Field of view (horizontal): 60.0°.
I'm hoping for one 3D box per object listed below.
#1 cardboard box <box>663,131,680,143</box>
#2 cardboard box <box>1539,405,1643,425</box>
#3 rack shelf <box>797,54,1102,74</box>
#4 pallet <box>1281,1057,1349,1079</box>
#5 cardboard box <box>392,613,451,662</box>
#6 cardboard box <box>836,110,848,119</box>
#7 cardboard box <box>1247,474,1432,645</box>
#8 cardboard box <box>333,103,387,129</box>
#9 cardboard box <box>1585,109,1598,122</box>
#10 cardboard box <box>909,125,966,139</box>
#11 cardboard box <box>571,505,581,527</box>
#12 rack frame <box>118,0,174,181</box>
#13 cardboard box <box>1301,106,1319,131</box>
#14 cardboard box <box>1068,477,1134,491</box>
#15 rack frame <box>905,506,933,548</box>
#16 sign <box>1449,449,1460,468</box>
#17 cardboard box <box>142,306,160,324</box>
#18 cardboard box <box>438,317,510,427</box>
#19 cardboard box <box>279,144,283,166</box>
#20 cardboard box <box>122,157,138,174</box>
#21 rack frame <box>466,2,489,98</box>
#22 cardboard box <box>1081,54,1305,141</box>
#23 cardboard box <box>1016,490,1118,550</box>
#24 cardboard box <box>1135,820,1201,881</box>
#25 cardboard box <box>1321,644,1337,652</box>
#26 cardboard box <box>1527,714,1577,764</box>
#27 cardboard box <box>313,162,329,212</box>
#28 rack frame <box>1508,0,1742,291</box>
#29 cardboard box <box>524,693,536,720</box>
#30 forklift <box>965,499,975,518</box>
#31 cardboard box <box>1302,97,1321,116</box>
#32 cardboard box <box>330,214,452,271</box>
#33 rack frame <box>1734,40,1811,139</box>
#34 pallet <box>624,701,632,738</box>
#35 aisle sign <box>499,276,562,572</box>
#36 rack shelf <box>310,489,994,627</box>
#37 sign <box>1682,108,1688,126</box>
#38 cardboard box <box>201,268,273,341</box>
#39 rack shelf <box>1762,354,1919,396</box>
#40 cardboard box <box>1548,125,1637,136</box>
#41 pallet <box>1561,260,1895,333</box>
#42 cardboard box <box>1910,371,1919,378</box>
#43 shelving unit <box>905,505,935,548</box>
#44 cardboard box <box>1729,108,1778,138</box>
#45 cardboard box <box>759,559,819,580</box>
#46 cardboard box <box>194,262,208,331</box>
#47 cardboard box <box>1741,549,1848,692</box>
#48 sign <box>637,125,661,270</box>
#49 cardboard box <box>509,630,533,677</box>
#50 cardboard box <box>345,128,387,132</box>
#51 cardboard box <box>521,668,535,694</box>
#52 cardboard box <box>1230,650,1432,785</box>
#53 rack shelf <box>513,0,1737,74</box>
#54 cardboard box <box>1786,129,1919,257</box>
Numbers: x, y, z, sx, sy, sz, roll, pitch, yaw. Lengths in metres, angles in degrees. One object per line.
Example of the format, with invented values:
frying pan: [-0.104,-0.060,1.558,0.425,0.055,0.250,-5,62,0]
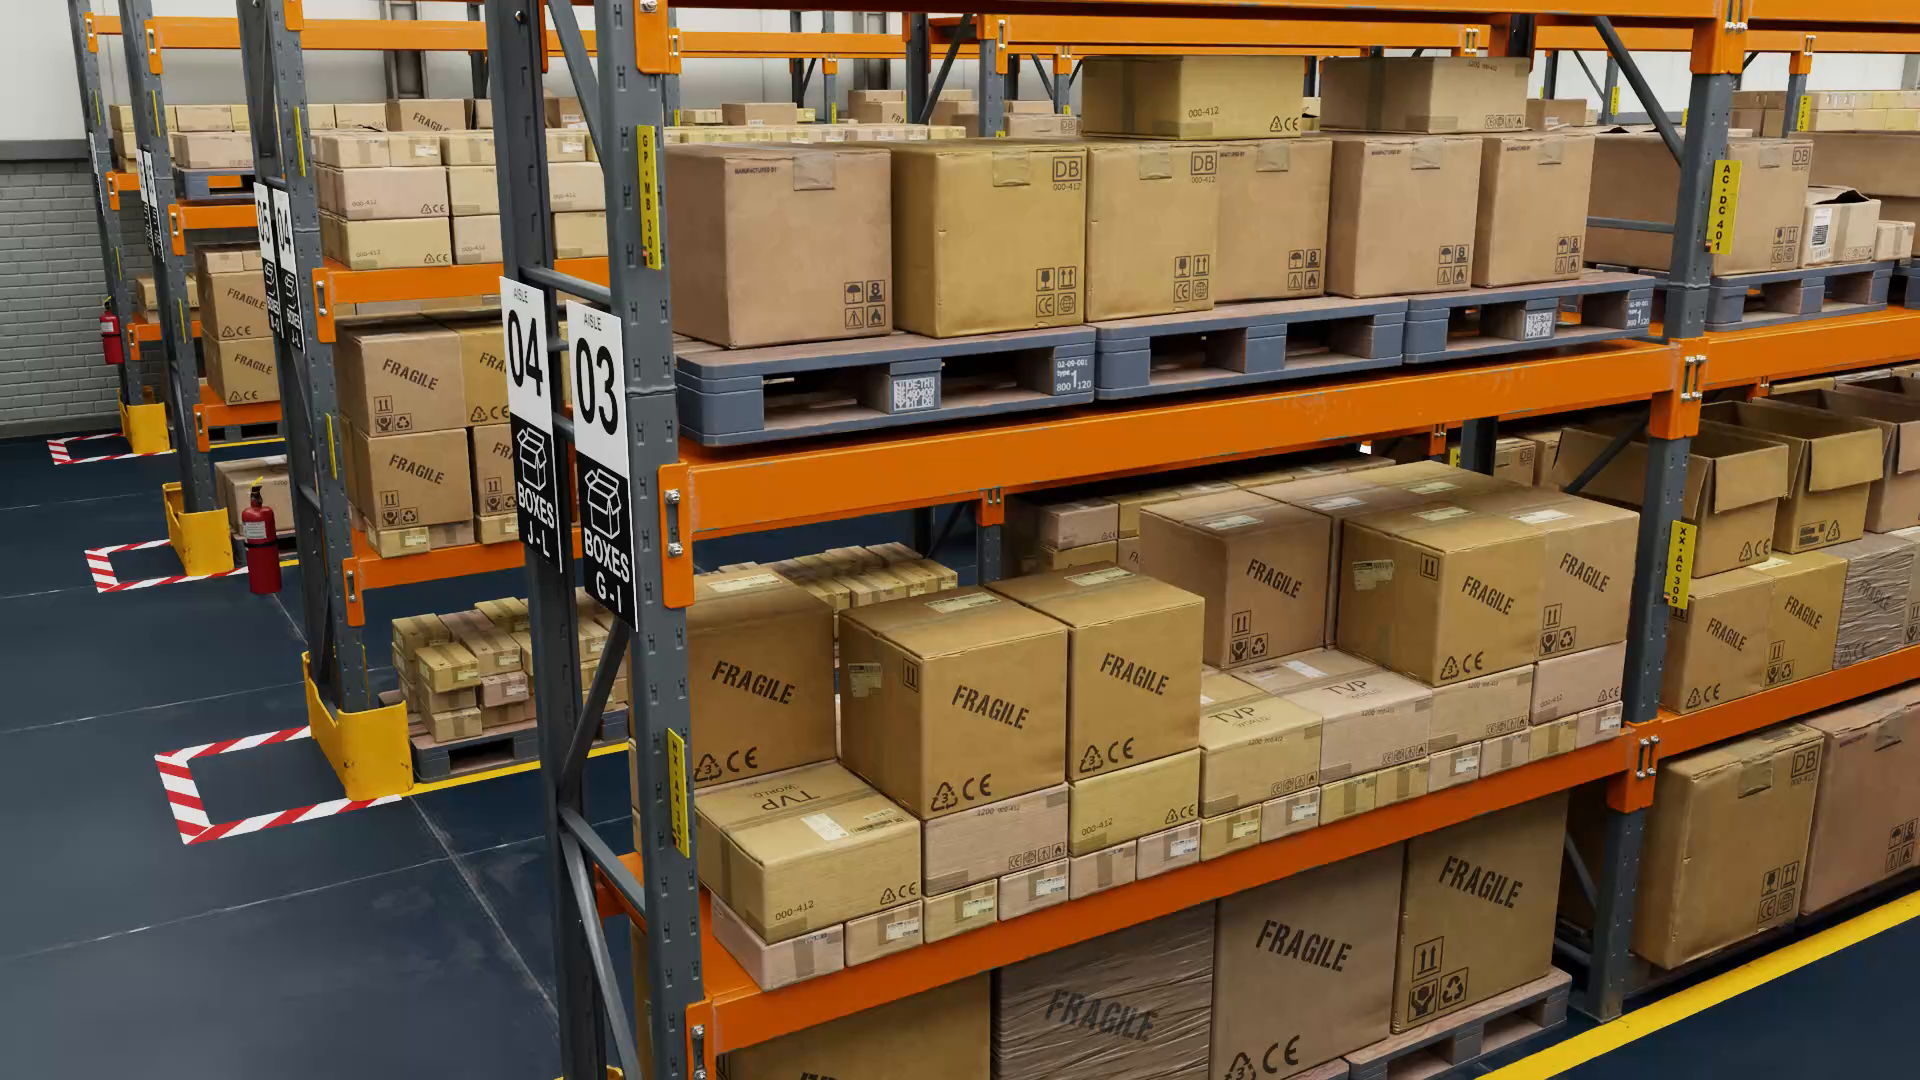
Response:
cardboard box: [-1.731,-2.190,9.222,0.250,0.149,0.380,-9,18,-28]
cardboard box: [5.499,-0.731,14.350,0.750,0.750,1.050,-9,18,-30]
rack shelf: [-0.096,-6.203,21.440,4.000,0.370,1.077,-9,18,-30]
pallet: [0.685,2.022,6.304,1.213,0.211,1.003,-9,18,-30]
cardboard box: [-3.150,0.568,9.729,0.250,0.149,0.380,-9,18,-29]
cardboard box: [-1.322,-5.358,21.223,0.500,0.250,0.500,-9,18,-30]
cardboard box: [1.455,0.063,6.464,0.500,0.500,0.500,-9,18,-30]
cardboard box: [-6.418,-4.508,17.679,0.500,0.250,0.500,-9,18,-29]
cardboard box: [7.468,-5.132,20.089,0.250,0.149,0.380,-9,18,-29]
cardboard box: [-0.171,-2.438,10.106,0.250,0.149,0.380,-10,19,-32]
cardboard box: [-2.175,-0.202,9.539,0.250,0.149,0.380,-9,18,-30]
rack frame: [-6.109,-4.204,12.235,0.127,3.000,1.000,-9,18,-30]
cardboard box: [2.454,-3.093,12.226,0.258,0.266,0.396,-9,18,-30]
cardboard box: [0.912,-0.330,11.995,0.500,0.250,0.500,-8,18,-27]
rack frame: [-0.334,-0.660,13.485,0.023,1.500,0.400,-10,19,-32]
sign: [2.136,-0.222,7.147,0.005,0.325,0.100,-9,18,-30]
cardboard box: [-8.245,-2.325,17.111,0.250,0.149,0.380,-9,18,-30]
cardboard box: [-2.522,-0.930,9.080,0.500,0.500,0.500,-9,18,-28]
cardboard box: [-5.451,-3.049,13.175,0.250,0.149,0.380,-11,19,-34]
cardboard box: [-8.275,-3.777,16.735,0.250,0.149,0.380,-9,18,-29]
rack frame: [-5.240,-5.908,18.314,0.127,3.000,1.000,-9,18,-30]
cardboard box: [0.732,-1.405,5.269,0.500,0.250,0.500,-10,18,-31]
cardboard box: [0.725,-0.142,11.321,0.500,0.250,0.500,-10,19,-32]
cardboard box: [0.570,0.946,5.443,0.250,0.149,0.380,-9,18,-30]
cardboard box: [1.457,0.423,6.570,0.500,0.250,0.500,-9,18,-30]
cardboard box: [2.110,0.696,6.333,0.250,0.149,0.380,-9,18,-29]
cardboard box: [-3.209,-1.920,8.996,0.500,0.250,0.500,-10,18,-31]
rack frame: [2.424,-2.467,6.039,0.127,3.000,1.000,-9,18,-30]
cardboard box: [-2.467,0.896,9.659,0.250,0.149,0.380,-9,18,-29]
forklift: [1.556,-1.687,14.500,3.031,2.935,1.130,-10,19,-32]
cardboard box: [3.746,-4.688,18.094,0.500,0.250,0.500,-9,18,-28]
cardboard box: [-2.956,-1.560,8.637,0.500,0.250,0.500,-8,18,-28]
rack frame: [6.813,-4.741,14.151,0.127,3.000,1.000,-9,18,-30]
pallet: [-1.649,0.875,10.398,1.213,0.211,1.003,-9,18,-30]
aisle sign: [-1.221,-0.334,4.727,0.004,0.787,0.394,-9,18,-30]
rack shelf: [-1.759,-0.116,10.098,4.000,0.370,1.077,-9,18,-30]
sign: [6.526,-3.712,14.932,0.005,0.325,0.100,-9,18,-30]
cardboard box: [-5.551,-1.846,12.900,0.500,0.500,0.500,-10,18,-31]
rack shelf: [8.528,-1.784,16.049,4.000,0.370,1.077,-9,18,-30]
cardboard box: [4.988,-3.139,13.194,0.500,0.311,0.500,-10,18,-31]
pallet: [3.184,-1.070,6.966,1.217,0.209,0.805,-10,19,-32]
cardboard box: [5.217,-0.568,8.335,0.637,0.503,0.797,-9,18,-28]
shelving unit: [-0.029,-0.714,13.678,0.755,1.500,0.431,-10,19,-32]
cardboard box: [7.103,-3.746,14.921,0.500,0.250,0.500,-9,18,-30]
cardboard box: [-1.116,0.256,10.839,0.250,0.149,0.380,-10,18,-31]
cardboard box: [-5.818,-1.967,13.332,0.500,0.500,0.500,-9,18,-28]
cardboard box: [3.377,0.297,7.108,0.500,0.500,0.500,-9,18,-30]
sign: [-0.724,-0.797,3.871,0.005,0.325,0.100,-9,18,-30]
cardboard box: [-2.393,0.634,9.492,0.250,0.149,0.380,-9,18,-30]
cardboard box: [-6.409,-4.266,17.742,0.500,0.250,0.500,-9,18,-29]
cardboard box: [-2.464,0.750,9.629,0.250,0.149,0.380,-9,18,-29]
cardboard box: [1.301,0.616,5.882,0.500,0.250,0.500,-9,18,-29]
rack shelf: [0.709,-1.650,5.199,4.000,0.370,1.077,-9,18,-30]
cardboard box: [4.112,-1.542,7.327,0.637,0.503,0.797,-9,18,-30]
